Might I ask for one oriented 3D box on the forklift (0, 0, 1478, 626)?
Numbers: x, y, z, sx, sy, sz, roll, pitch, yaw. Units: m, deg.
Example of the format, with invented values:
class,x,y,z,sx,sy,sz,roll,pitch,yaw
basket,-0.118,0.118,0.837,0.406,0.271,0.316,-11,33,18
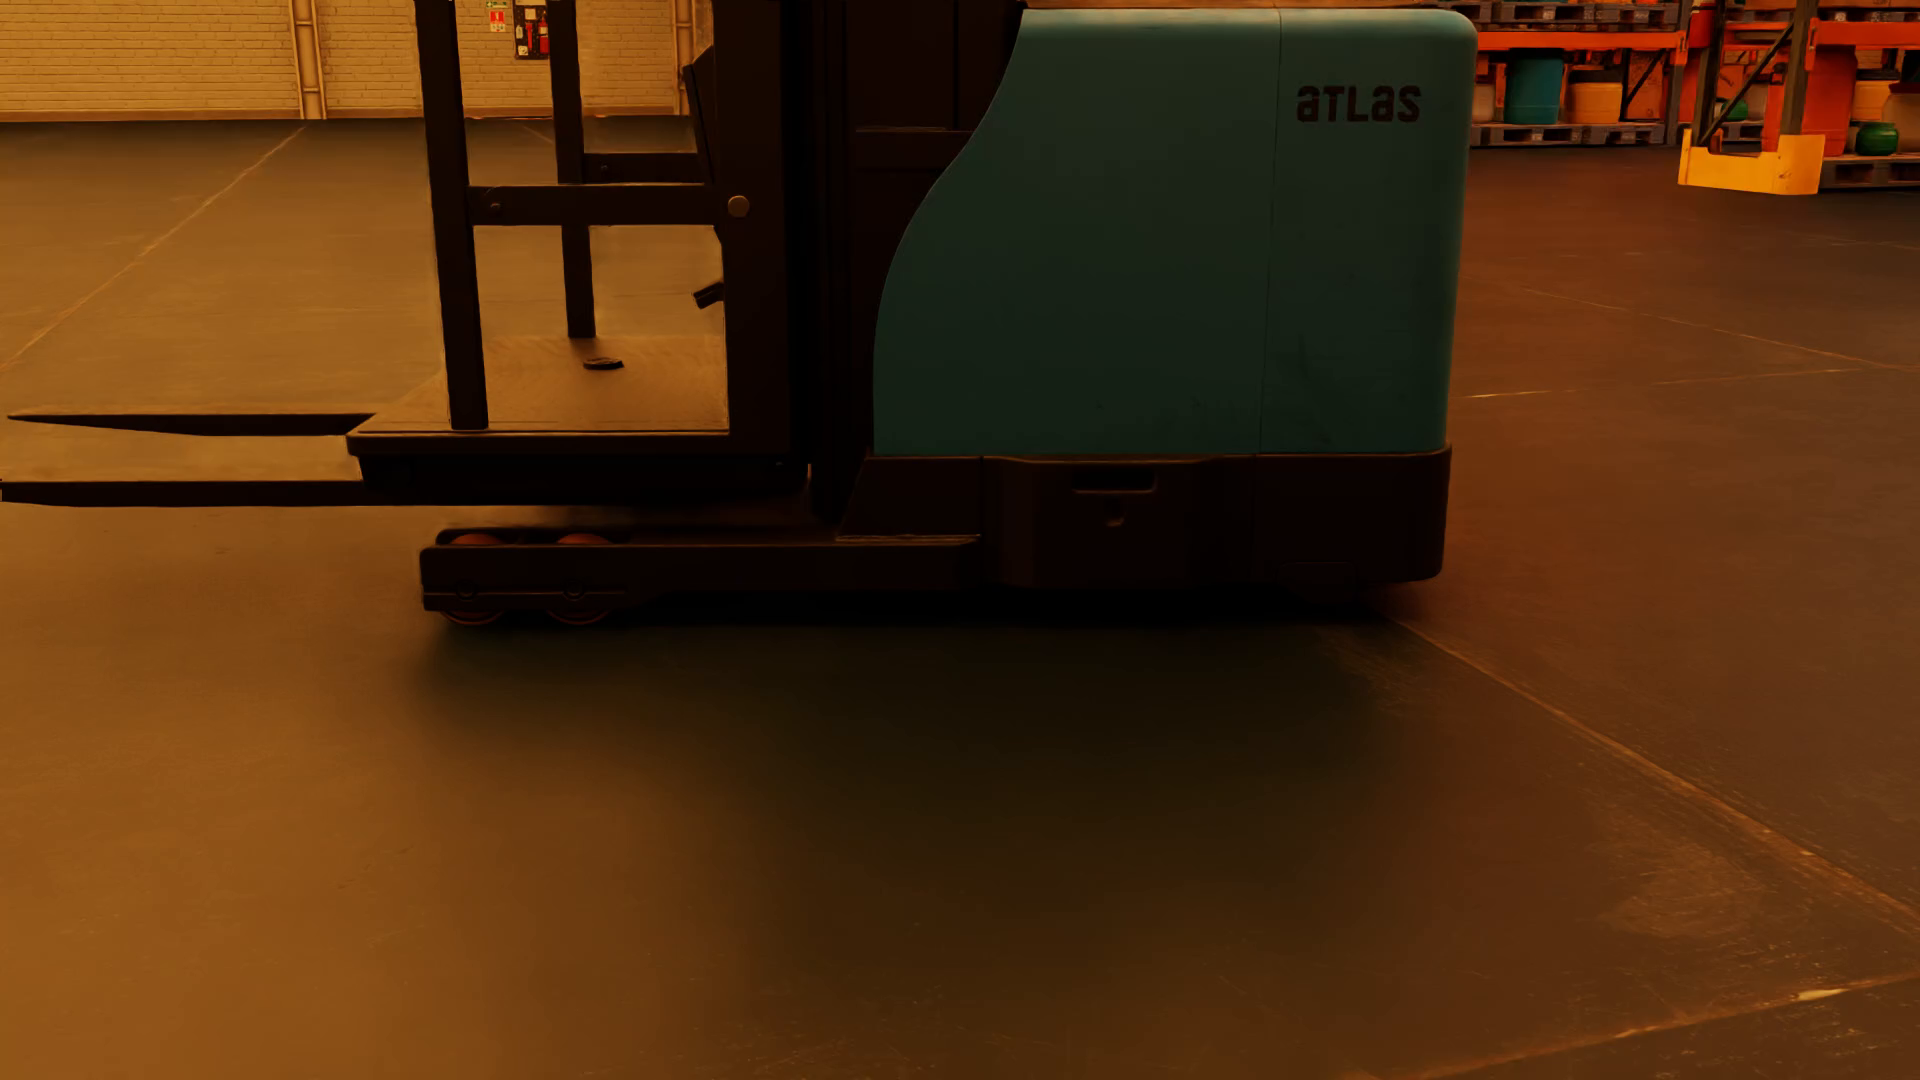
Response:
class,x,y,z,sx,sy,sz,roll,pitch,yaw
forklift,-0.616,-1.400,3.132,3.031,2.935,1.130,0,16,-1
